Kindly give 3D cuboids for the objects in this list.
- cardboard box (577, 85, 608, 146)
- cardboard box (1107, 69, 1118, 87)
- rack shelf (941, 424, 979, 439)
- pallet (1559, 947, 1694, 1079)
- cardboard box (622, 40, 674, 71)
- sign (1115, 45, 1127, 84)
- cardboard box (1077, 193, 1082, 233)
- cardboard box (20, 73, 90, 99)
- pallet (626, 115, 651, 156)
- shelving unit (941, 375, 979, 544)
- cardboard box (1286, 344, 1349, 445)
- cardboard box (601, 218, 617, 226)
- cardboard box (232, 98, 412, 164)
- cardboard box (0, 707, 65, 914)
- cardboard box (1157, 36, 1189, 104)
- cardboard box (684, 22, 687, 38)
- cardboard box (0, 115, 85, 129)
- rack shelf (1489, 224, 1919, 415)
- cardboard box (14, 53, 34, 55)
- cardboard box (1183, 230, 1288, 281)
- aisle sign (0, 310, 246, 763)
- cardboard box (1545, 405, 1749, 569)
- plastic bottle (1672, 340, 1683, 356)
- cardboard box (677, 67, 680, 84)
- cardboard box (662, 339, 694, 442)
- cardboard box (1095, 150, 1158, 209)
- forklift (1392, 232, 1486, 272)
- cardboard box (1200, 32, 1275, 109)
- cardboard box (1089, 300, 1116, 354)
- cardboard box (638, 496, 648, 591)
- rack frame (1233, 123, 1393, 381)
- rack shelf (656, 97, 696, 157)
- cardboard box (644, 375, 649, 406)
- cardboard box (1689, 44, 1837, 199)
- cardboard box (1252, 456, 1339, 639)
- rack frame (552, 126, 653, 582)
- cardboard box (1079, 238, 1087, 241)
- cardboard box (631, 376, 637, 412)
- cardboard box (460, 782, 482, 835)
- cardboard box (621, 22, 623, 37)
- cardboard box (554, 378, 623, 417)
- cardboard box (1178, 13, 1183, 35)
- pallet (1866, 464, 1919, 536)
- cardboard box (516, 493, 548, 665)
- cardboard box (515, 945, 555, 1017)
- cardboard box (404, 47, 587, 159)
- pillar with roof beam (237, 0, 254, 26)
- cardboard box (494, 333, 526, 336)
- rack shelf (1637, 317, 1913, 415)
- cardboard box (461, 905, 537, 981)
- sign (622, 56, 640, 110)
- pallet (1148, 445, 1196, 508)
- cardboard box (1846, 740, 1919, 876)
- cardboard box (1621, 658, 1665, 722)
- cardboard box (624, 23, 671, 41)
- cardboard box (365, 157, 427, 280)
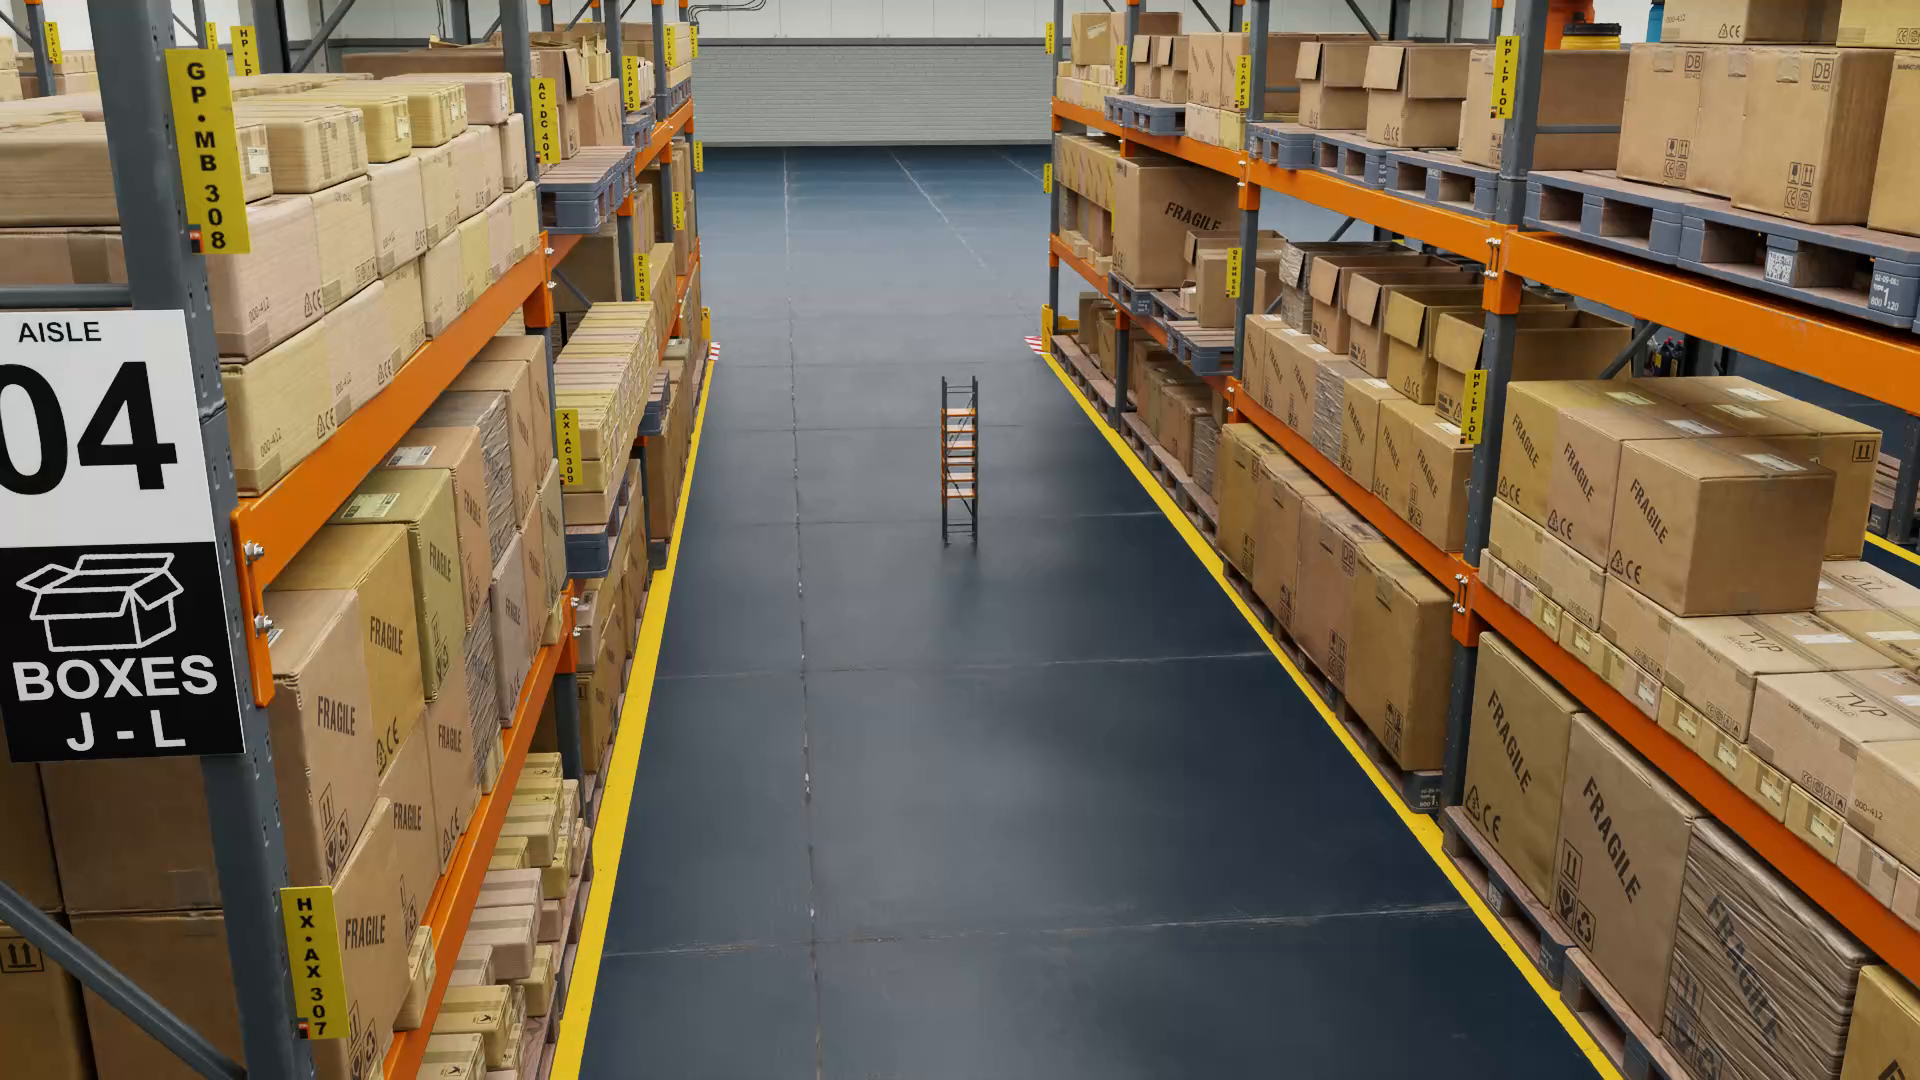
[{"bbox_3d":[-2.168,-2.167,8.897,0.500,0.500,0.500,-2,18,-6],"label":"cardboard box"},{"bbox_3d":[1.570,-4.255,15.300,0.380,0.149,0.250,-3,18,-8],"label":"cardboard box"},{"bbox_3d":[-0.001,-0.763,11.953,0.258,0.103,0.180,-2,18,-6],"label":"rack shelf"},{"bbox_3d":[2.894,1.844,5.951,1.003,0.211,1.213,-2,18,-6],"label":"pallet"},{"bbox_3d":[-2.776,-4.244,14.565,0.500,0.250,0.500,-2,18,-5],"label":"cardboard box"},{"bbox_3d":[1.401,-4.122,14.427,0.100,0.325,0.005,-2,18,-6],"label":"sign"},{"bbox_3d":[1.727,-3.534,17.764,0.875,0.500,0.500,-2,18,-6],"label":"cardboard box"},{"bbox_3d":[-7.691,-3.798,14.013,0.500,0.250,0.500,-2,18,-7],"label":"cardboard box"},{"bbox_3d":[-2.711,-2.679,11.011,1.213,0.211,1.003,-1,17,-3],"label":"pallet"},{"bbox_3d":[-0.001,-0.577,12.011,0.258,1.200,0.189,-2,18,-6],"label":"shelving unit"},{"bbox_3d":[2.243,-0.860,9.741,0.500,0.500,0.500,-2,18,-7],"label":"cardboard box"},{"bbox_3d":[-2.682,-1.958,11.569,0.700,0.500,0.500,-2,18,-6],"label":"cardboard box"},{"bbox_3d":[-1.626,-1.044,4.236,0.380,0.149,0.250,-1,17,-4],"label":"cardboard box"},{"bbox_3d":[-2.061,0.440,3.435,0.500,0.500,0.500,-2,18,-7],"label":"cardboard box"},{"bbox_3d":[1.988,-3.720,13.137,0.797,0.503,0.637,-1,17,-3],"label":"cardboard box"},{"bbox_3d":[-2.966,-5.154,16.797,0.380,0.149,0.250,-1,17,-5],"label":"cardboard box"},{"bbox_3d":[-2.049,-0.796,3.447,0.380,0.149,0.250,-2,18,-7],"label":"cardboard box"},{"bbox_3d":[2.971,-0.572,5.183,1.077,0.370,4.000,-2,18,-6],"label":"rack shelf"},{"bbox_3d":[-8.290,-4.246,14.775,0.380,0.149,0.250,-2,18,-7],"label":"cardboard box"},{"bbox_3d":[2.210,-2.199,13.300,0.797,0.503,0.637,0,17,0],"label":"cardboard box"},{"bbox_3d":[-1.461,0.007,2.805,0.394,0.787,0.004,-2,18,-6],"label":"aisle sign"},{"bbox_3d":[2.603,-0.210,6.341,0.500,0.500,0.500,-2,18,-6],"label":"cardboard box"},{"bbox_3d":[7.196,-1.815,16.640,0.144,0.351,0.185,-1,17,-4],"label":"plastic bottle"},{"bbox_3d":[-2.811,-4.321,15.477,0.380,0.149,0.250,-2,18,-7],"label":"cardboard box"},{"bbox_3d":[-2.851,-1.285,14.316,1.050,0.750,0.750,-2,18,-6],"label":"cardboard box"},{"bbox_3d":[1.567,-3.404,15.680,0.500,0.500,0.500,-2,18,-6],"label":"cardboard box"},{"bbox_3d":[4.311,-2.344,14.751,1.130,2.935,3.031,-2,17,-5],"label":"forklift"},{"bbox_3d":[1.990,-3.276,11.593,0.500,0.500,0.500,-2,18,-6],"label":"cardboard box"},{"bbox_3d":[1.671,-2.299,17.964,0.500,0.500,0.500,3,18,9],"label":"cardboard box"},{"bbox_3d":[-2.264,0.032,10.539,0.500,0.500,0.500,-2,18,-6],"label":"cardboard box"},{"bbox_3d":[2.352,-1.271,11.219,1.000,3.000,0.127,-2,18,-6],"label":"rack frame"},{"bbox_3d":[-3.211,-4.024,16.179,1.077,0.370,4.000,-2,18,-6],"label":"rack shelf"},{"bbox_3d":[-2.011,-0.871,9.662,0.380,0.149,0.250,-2,18,-6],"label":"cardboard box"},{"bbox_3d":[2.956,-1.415,5.633,0.700,0.500,0.500,-1,17,-3],"label":"cardboard box"},{"bbox_3d":[2.487,0.014,9.970,1.225,0.875,0.875,-2,18,-5],"label":"cardboard box"},{"bbox_3d":[-2.592,-1.148,10.827,1.000,3.000,0.127,-2,18,-6],"label":"rack frame"},{"bbox_3d":[1.455,-3.070,17.369,0.380,0.149,0.250,-2,18,-6],"label":"cardboard box"},{"bbox_3d":[-1.926,-0.776,8.864,0.380,0.149,0.250,-2,18,-7],"label":"cardboard box"},{"bbox_3d":[-1.686,0.785,5.087,0.380,0.149,0.250,-1,17,-4],"label":"cardboard box"},{"bbox_3d":[-3.647,-5.211,16.981,0.380,0.149,0.250,-2,18,-6],"label":"cardboard box"},{"bbox_3d":[-1.844,-0.686,8.080,0.380,0.149,0.250,-2,18,-6],"label":"cardboard box"},{"bbox_3d":[1.939,-5.060,16.781,0.500,0.500,0.500,-2,18,-6],"label":"cardboard box"},{"bbox_3d":[7.237,-0.326,12.863,1.003,0.211,1.213,-2,18,-6],"label":"pallet"},{"bbox_3d":[-1.796,0.144,6.047,0.500,0.500,0.500,-2,18,-7],"label":"cardboard box"},{"bbox_3d":[-1.693,1.618,6.074,0.380,0.149,0.250,-2,18,-6],"label":"cardboard box"},{"bbox_3d":[-2.208,-2.102,7.982,0.797,0.503,0.637,-2,18,-6],"label":"cardboard box"},{"bbox_3d":[-12.285,-13.105,38.895,9.100,9.000,0.400,-2,18,-6],"label":"pillar with roof beam"},{"bbox_3d":[-2.629,-1.056,9.259,0.380,0.149,0.250,-1,17,-3],"label":"cardboard box"},{"bbox_3d":[7.072,-1.677,13.712,1.077,0.370,4.000,-2,18,-6],"label":"rack shelf"},{"bbox_3d":[-1.676,1.404,5.763,0.380,0.149,0.250,-2,18,-8],"label":"cardboard box"},{"bbox_3d":[-2.052,-2.842,10.351,0.100,0.325,0.005,-2,18,-6],"label":"sign"},{"bbox_3d":[2.150,-0.536,13.533,1.003,0.211,1.213,-2,18,-6],"label":"pallet"},{"bbox_3d":[2.812,0.754,4.520,0.500,0.250,0.500,-2,18,-7],"label":"cardboard box"},{"bbox_3d":[2.599,0.525,5.917,0.380,0.149,0.250,-2,17,-5],"label":"cardboard box"},{"bbox_3d":[-2.704,-4.399,14.392,0.380,0.149,0.250,-2,18,-5],"label":"cardboard box"},{"bbox_3d":[-1.649,-0.808,4.151,0.500,0.250,0.500,-2,17,-5],"label":"cardboard box"}]
